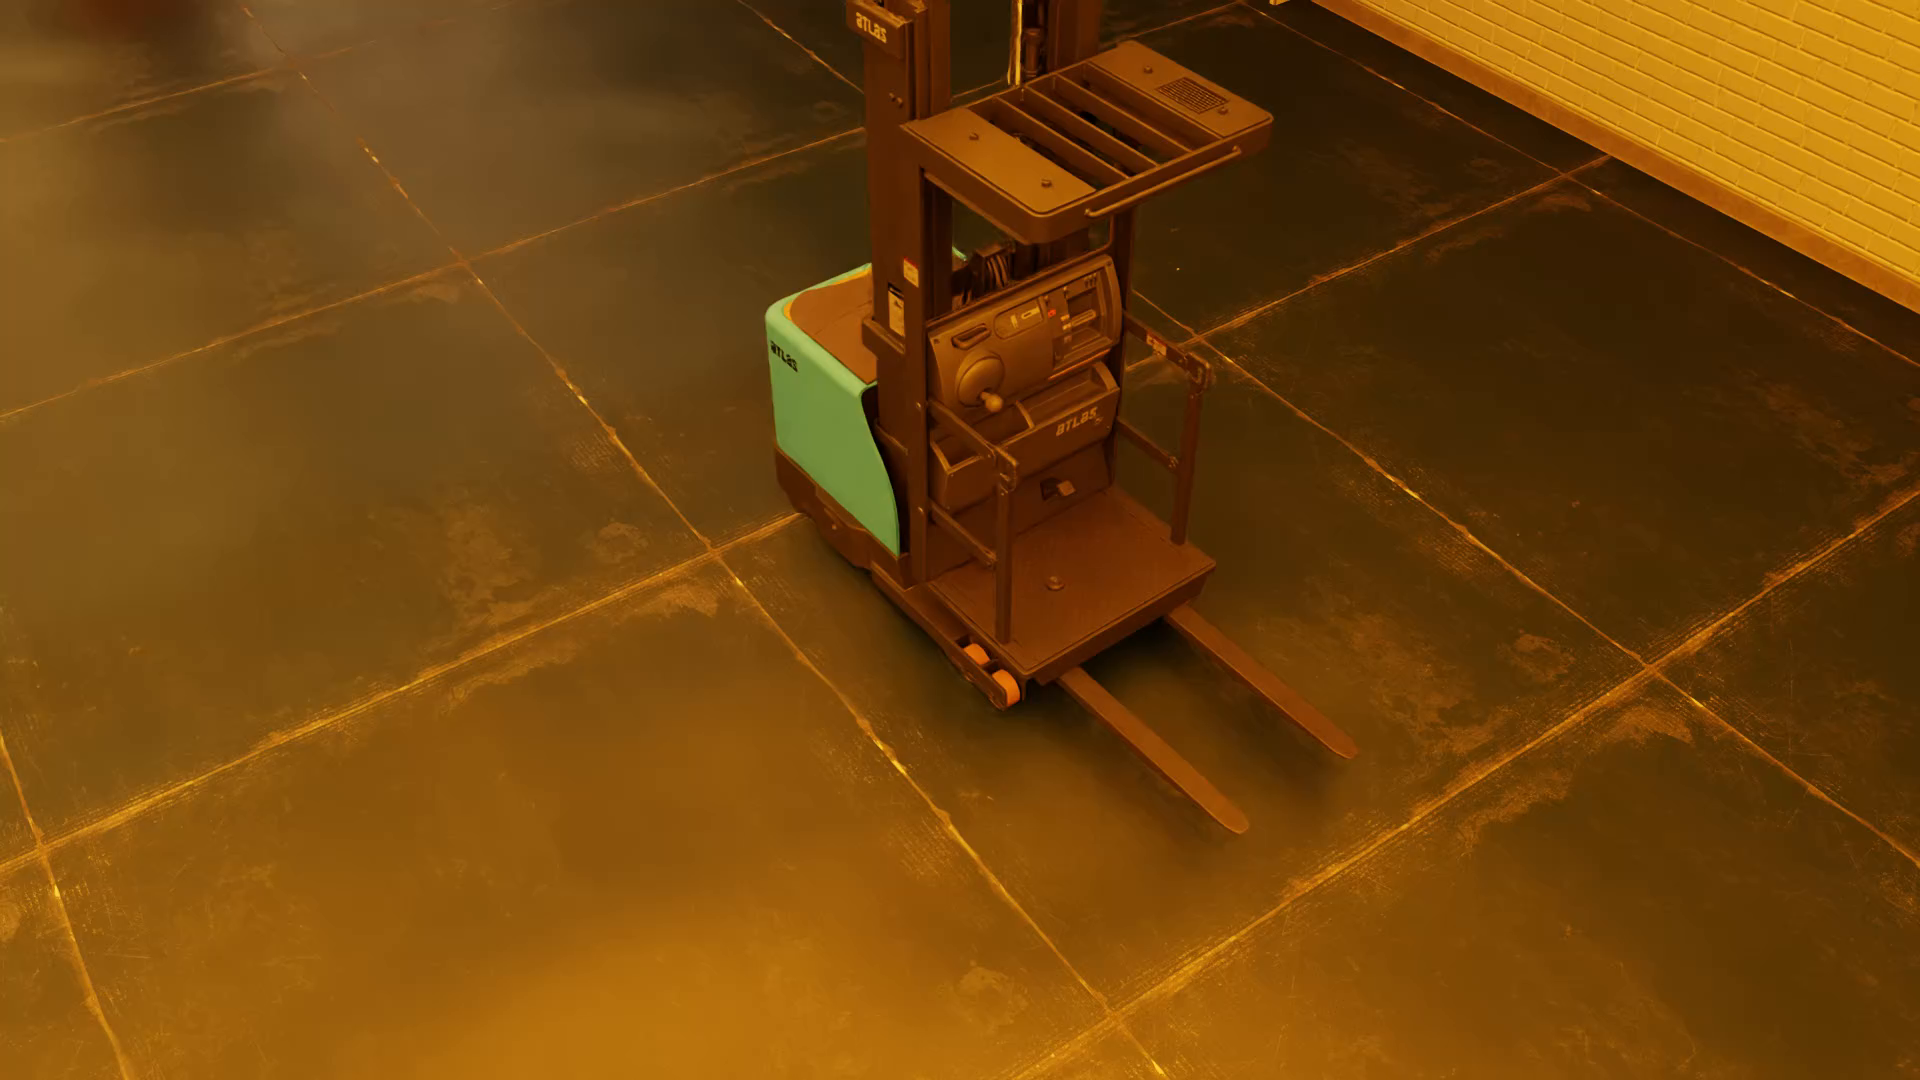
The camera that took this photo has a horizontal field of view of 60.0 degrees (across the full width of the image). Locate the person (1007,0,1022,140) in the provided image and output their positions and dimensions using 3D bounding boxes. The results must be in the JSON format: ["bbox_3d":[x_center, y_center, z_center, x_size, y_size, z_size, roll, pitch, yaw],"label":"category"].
[{"bbox_3d":[0.435,-2.615,9.535,0.329,1.602,0.444,-1,43,-1],"label":"person"}]

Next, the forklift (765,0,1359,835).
[{"bbox_3d":[0.405,-0.742,6.521,1.130,2.935,3.031,-28,49,-27],"label":"forklift"}]
